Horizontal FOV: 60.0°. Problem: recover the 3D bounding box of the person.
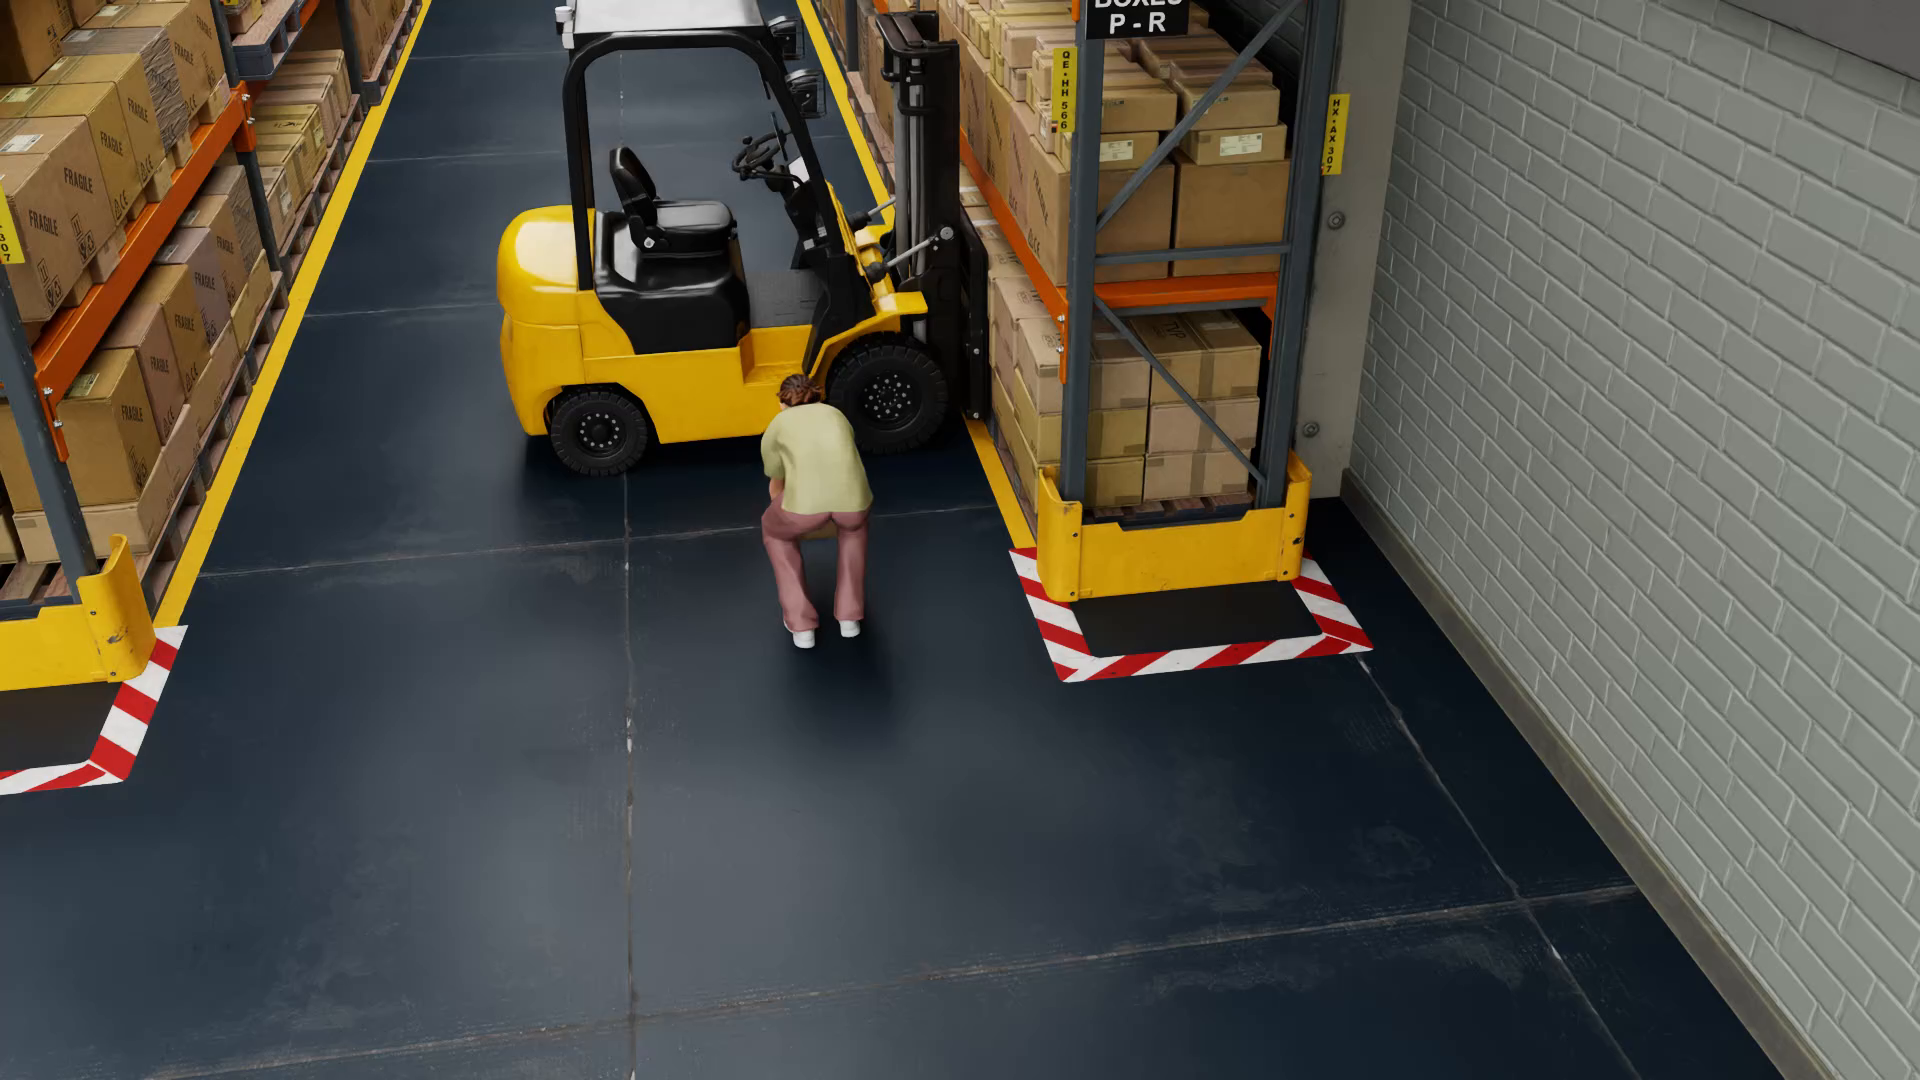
[{"bbox_3d":[-0.610,-0.130,7.010,0.464,1.002,0.867,-7,31,-11],"label":"person"}]
